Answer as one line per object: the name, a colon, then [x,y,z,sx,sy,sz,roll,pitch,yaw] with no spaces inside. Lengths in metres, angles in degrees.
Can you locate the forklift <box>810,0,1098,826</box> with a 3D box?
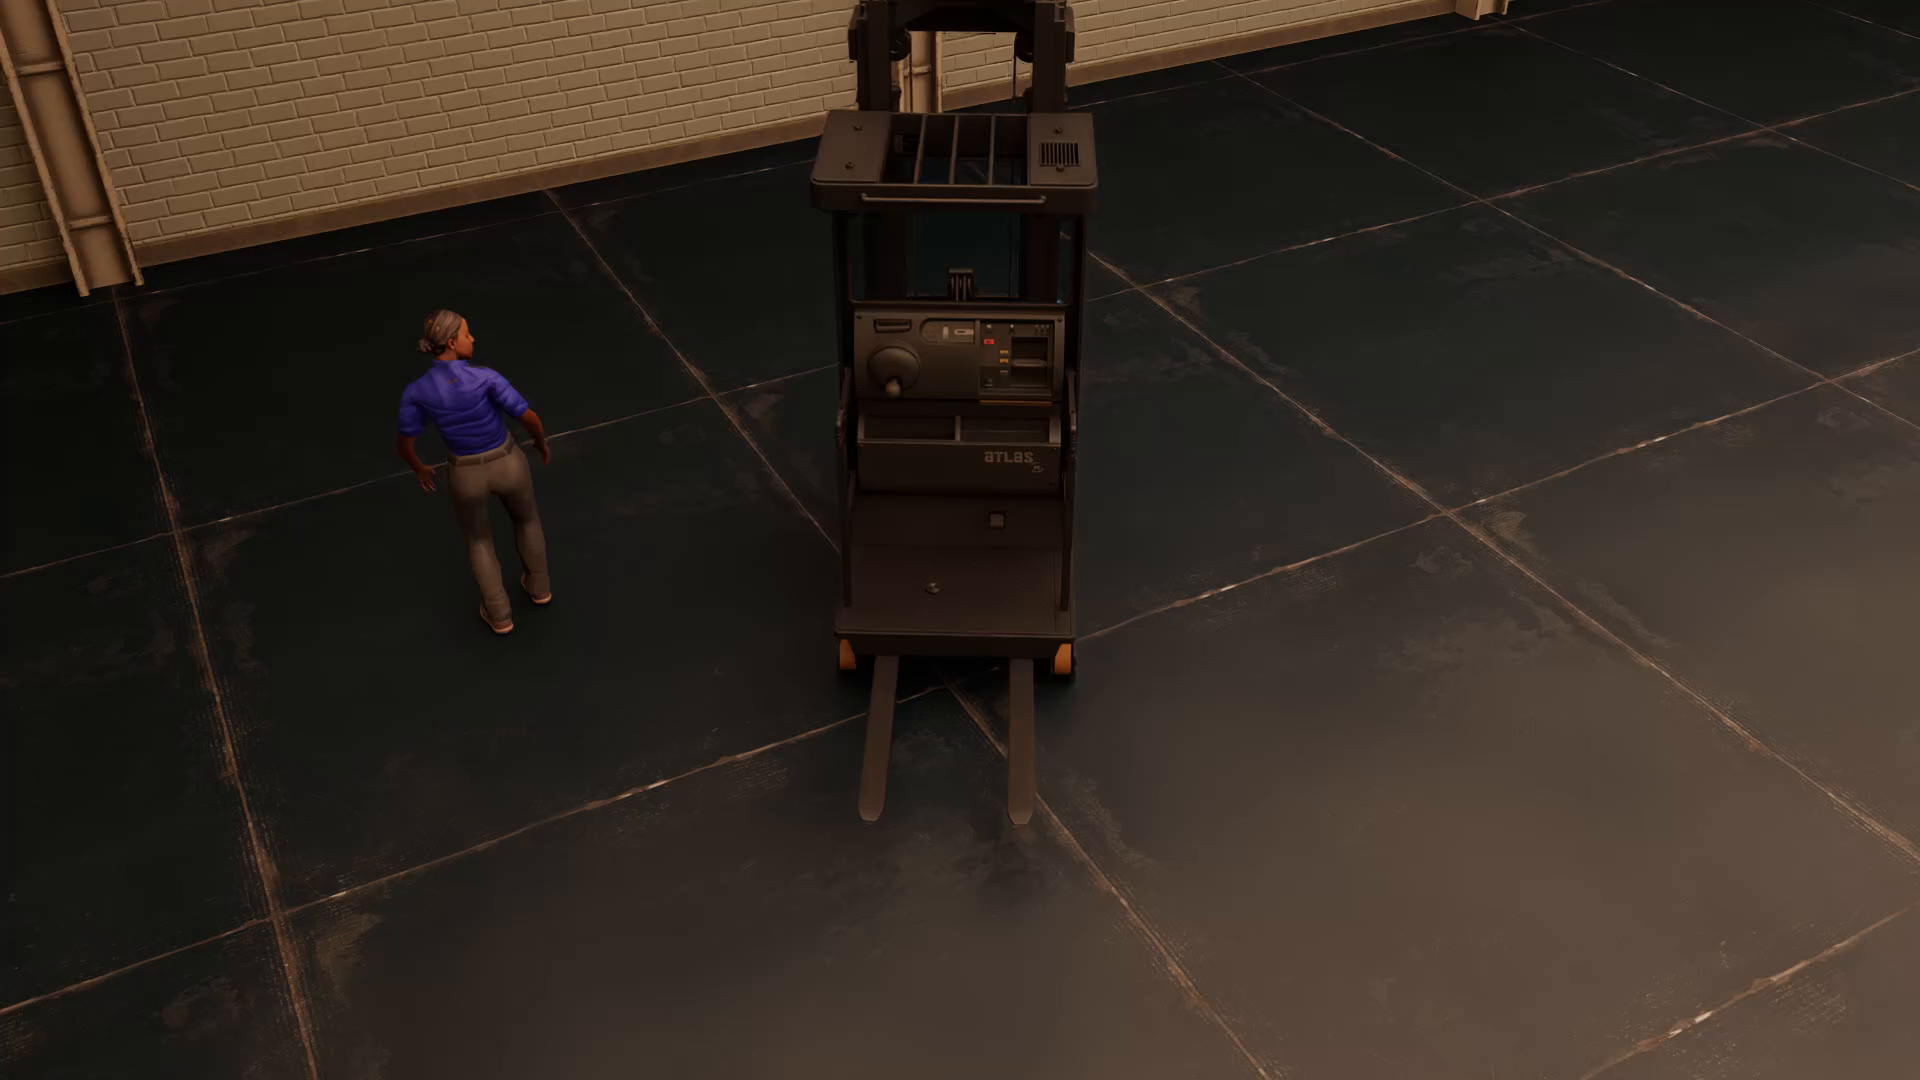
forklift: [-0.009,-0.754,7.189,1.130,2.935,3.031,1,35,2]

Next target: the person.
person: [-2.235,-0.337,7.728,0.658,1.636,0.465,-10,36,-14]
